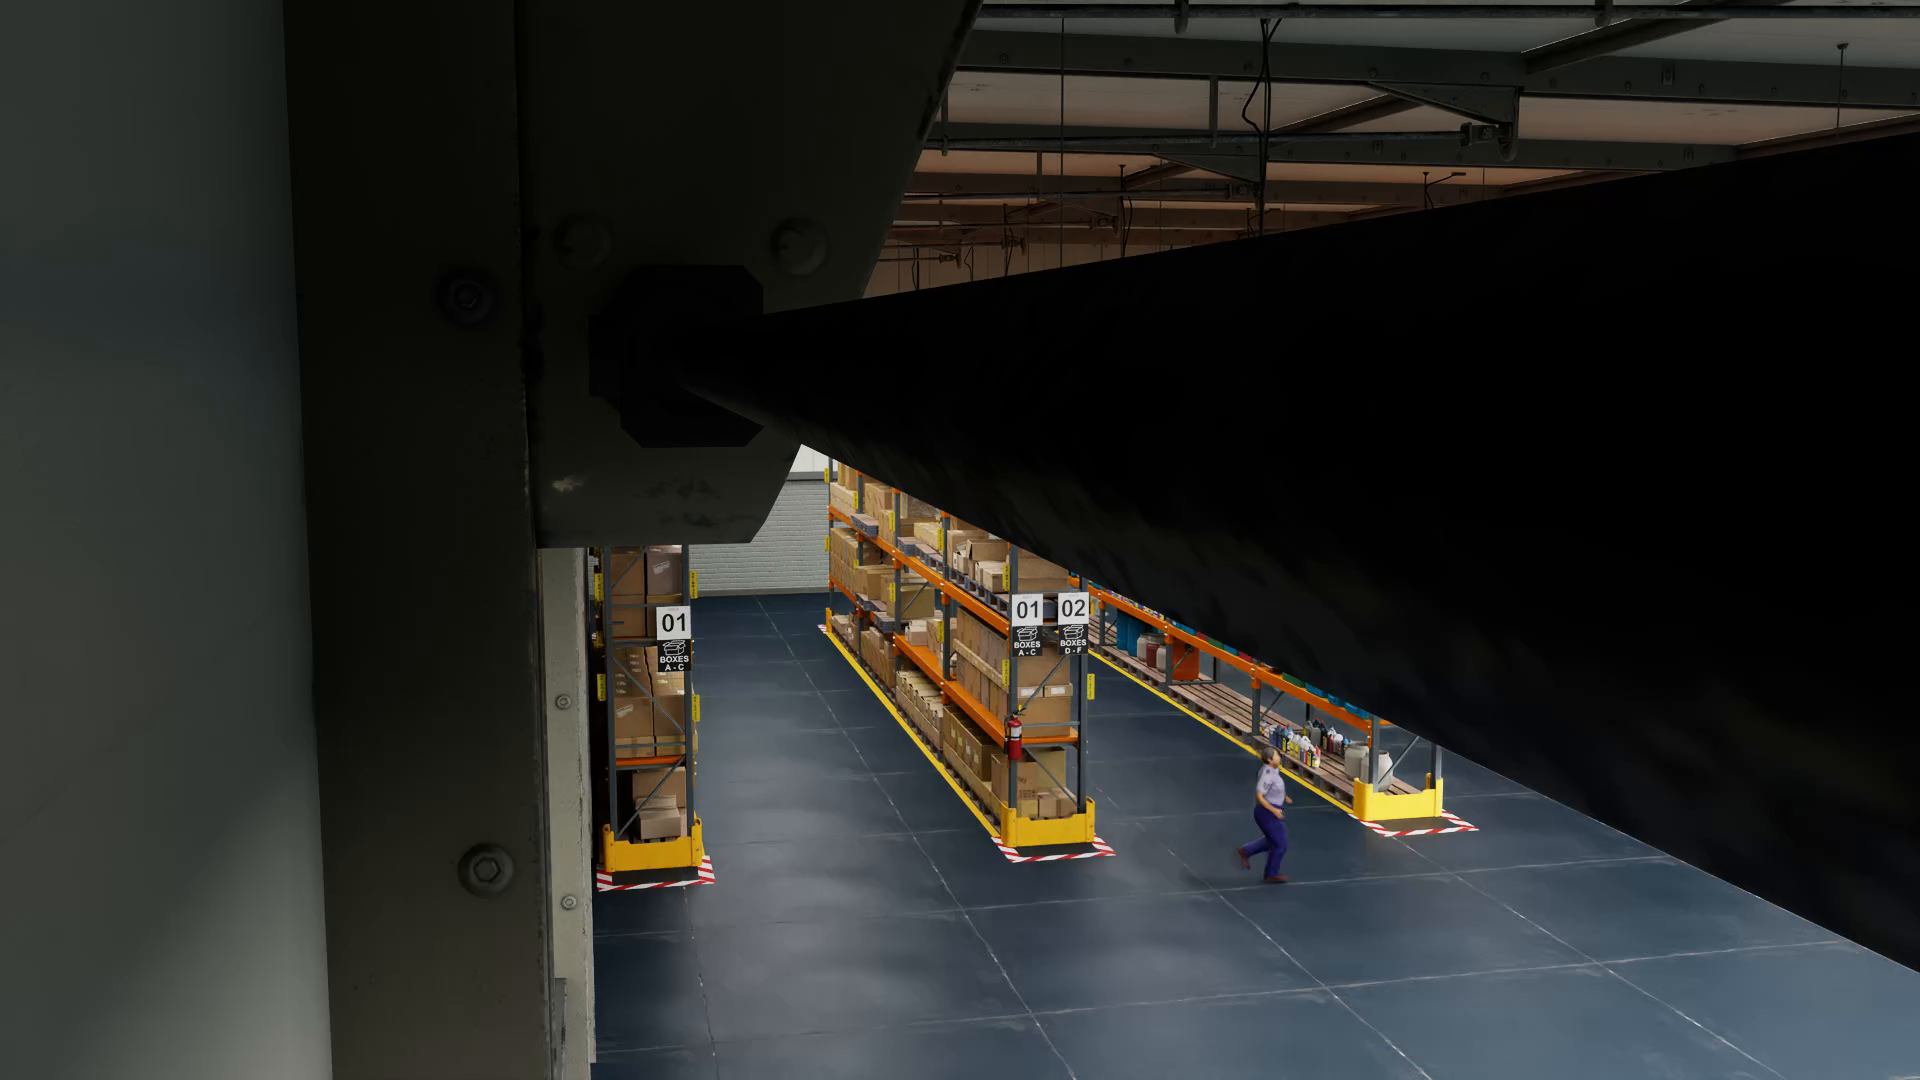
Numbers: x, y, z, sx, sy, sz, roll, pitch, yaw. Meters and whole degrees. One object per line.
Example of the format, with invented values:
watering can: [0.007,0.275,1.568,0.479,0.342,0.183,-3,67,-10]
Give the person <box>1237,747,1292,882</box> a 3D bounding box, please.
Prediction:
person: [3.593,3.223,19.544,0.621,1.604,0.603,1,7,10]

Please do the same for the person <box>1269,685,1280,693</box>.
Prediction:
person: [5.732,1.894,30.465,0.712,1.727,0.888,-3,7,-23]

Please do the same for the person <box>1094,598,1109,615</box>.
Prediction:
person: [3.348,0.899,38.562,0.566,1.726,0.718,1,7,12]
